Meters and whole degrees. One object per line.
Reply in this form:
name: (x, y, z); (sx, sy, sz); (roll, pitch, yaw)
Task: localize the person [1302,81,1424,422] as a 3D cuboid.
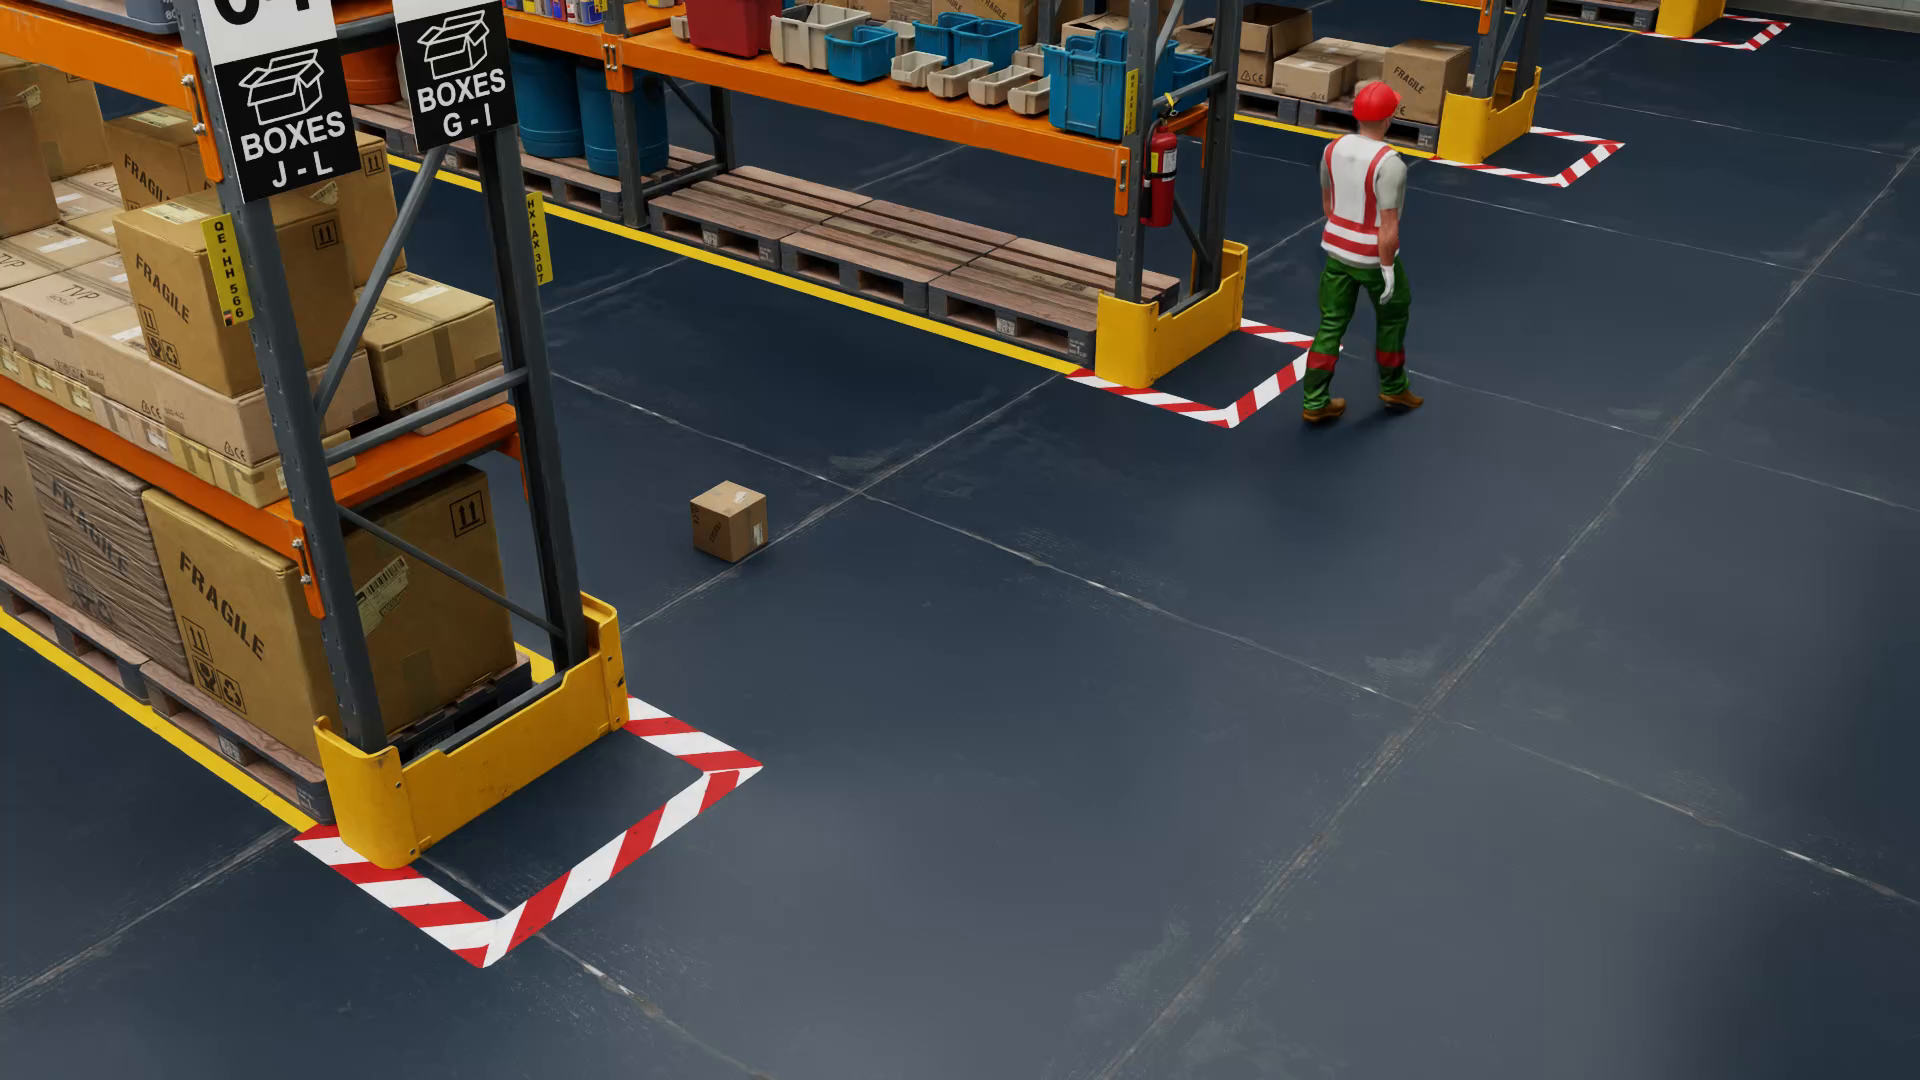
person: (2.129, -1.484, 8.614); (0.765, 1.811, 0.579); (-23, 38, -33)
